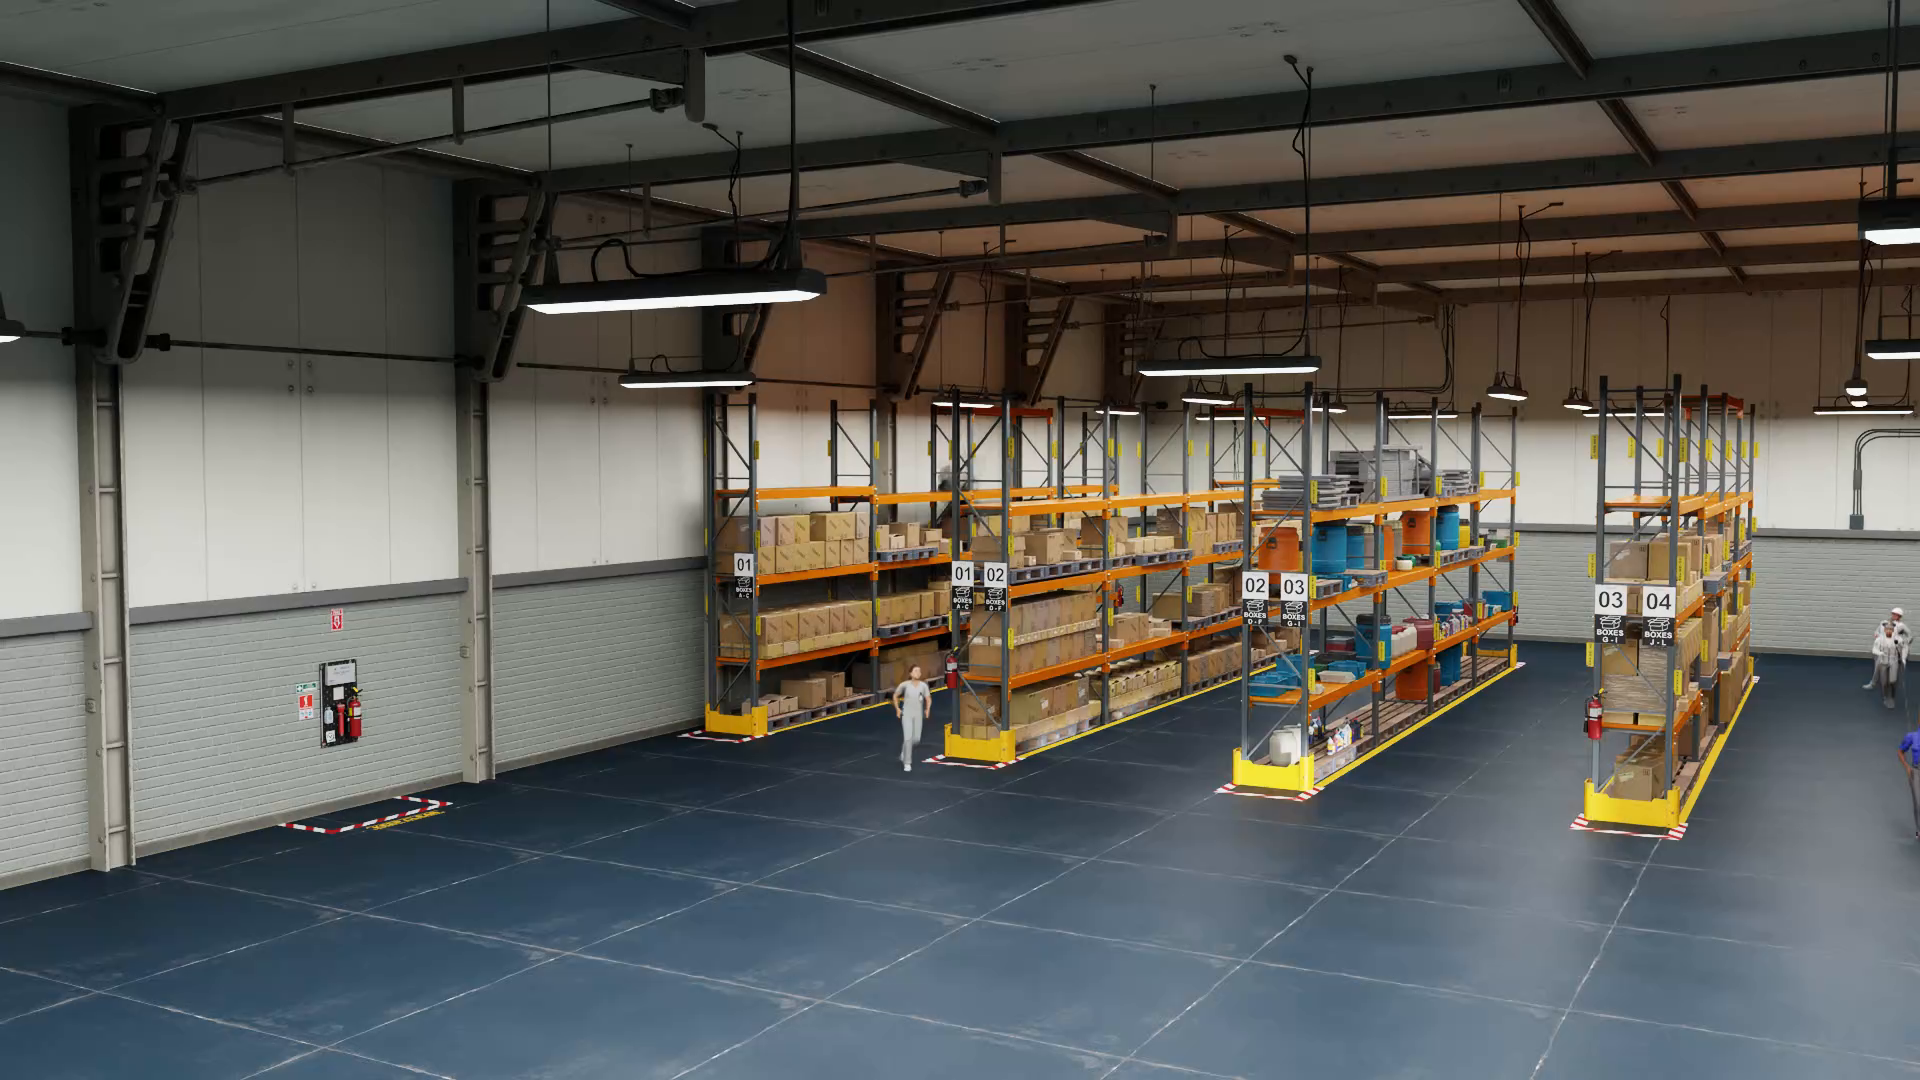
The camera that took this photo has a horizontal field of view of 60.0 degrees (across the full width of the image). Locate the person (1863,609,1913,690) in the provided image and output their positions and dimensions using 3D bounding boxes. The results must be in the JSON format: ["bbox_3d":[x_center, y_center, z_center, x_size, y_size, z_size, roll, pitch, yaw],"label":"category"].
[{"bbox_3d":[19.242,2.284,34.518,0.858,1.700,0.714,-1,3,-21],"label":"person"}]

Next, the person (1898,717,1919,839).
[{"bbox_3d":[12.448,3.036,21.455,0.621,1.608,0.571,1,3,23],"label":"person"}]

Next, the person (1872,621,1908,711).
[{"bbox_3d":[17.940,2.431,32.111,0.573,1.732,0.809,2,4,35],"label":"person"}]

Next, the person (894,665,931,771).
[{"bbox_3d":[-0.728,2.786,26.183,0.604,1.637,0.520,-1,3,-13],"label":"person"}]
